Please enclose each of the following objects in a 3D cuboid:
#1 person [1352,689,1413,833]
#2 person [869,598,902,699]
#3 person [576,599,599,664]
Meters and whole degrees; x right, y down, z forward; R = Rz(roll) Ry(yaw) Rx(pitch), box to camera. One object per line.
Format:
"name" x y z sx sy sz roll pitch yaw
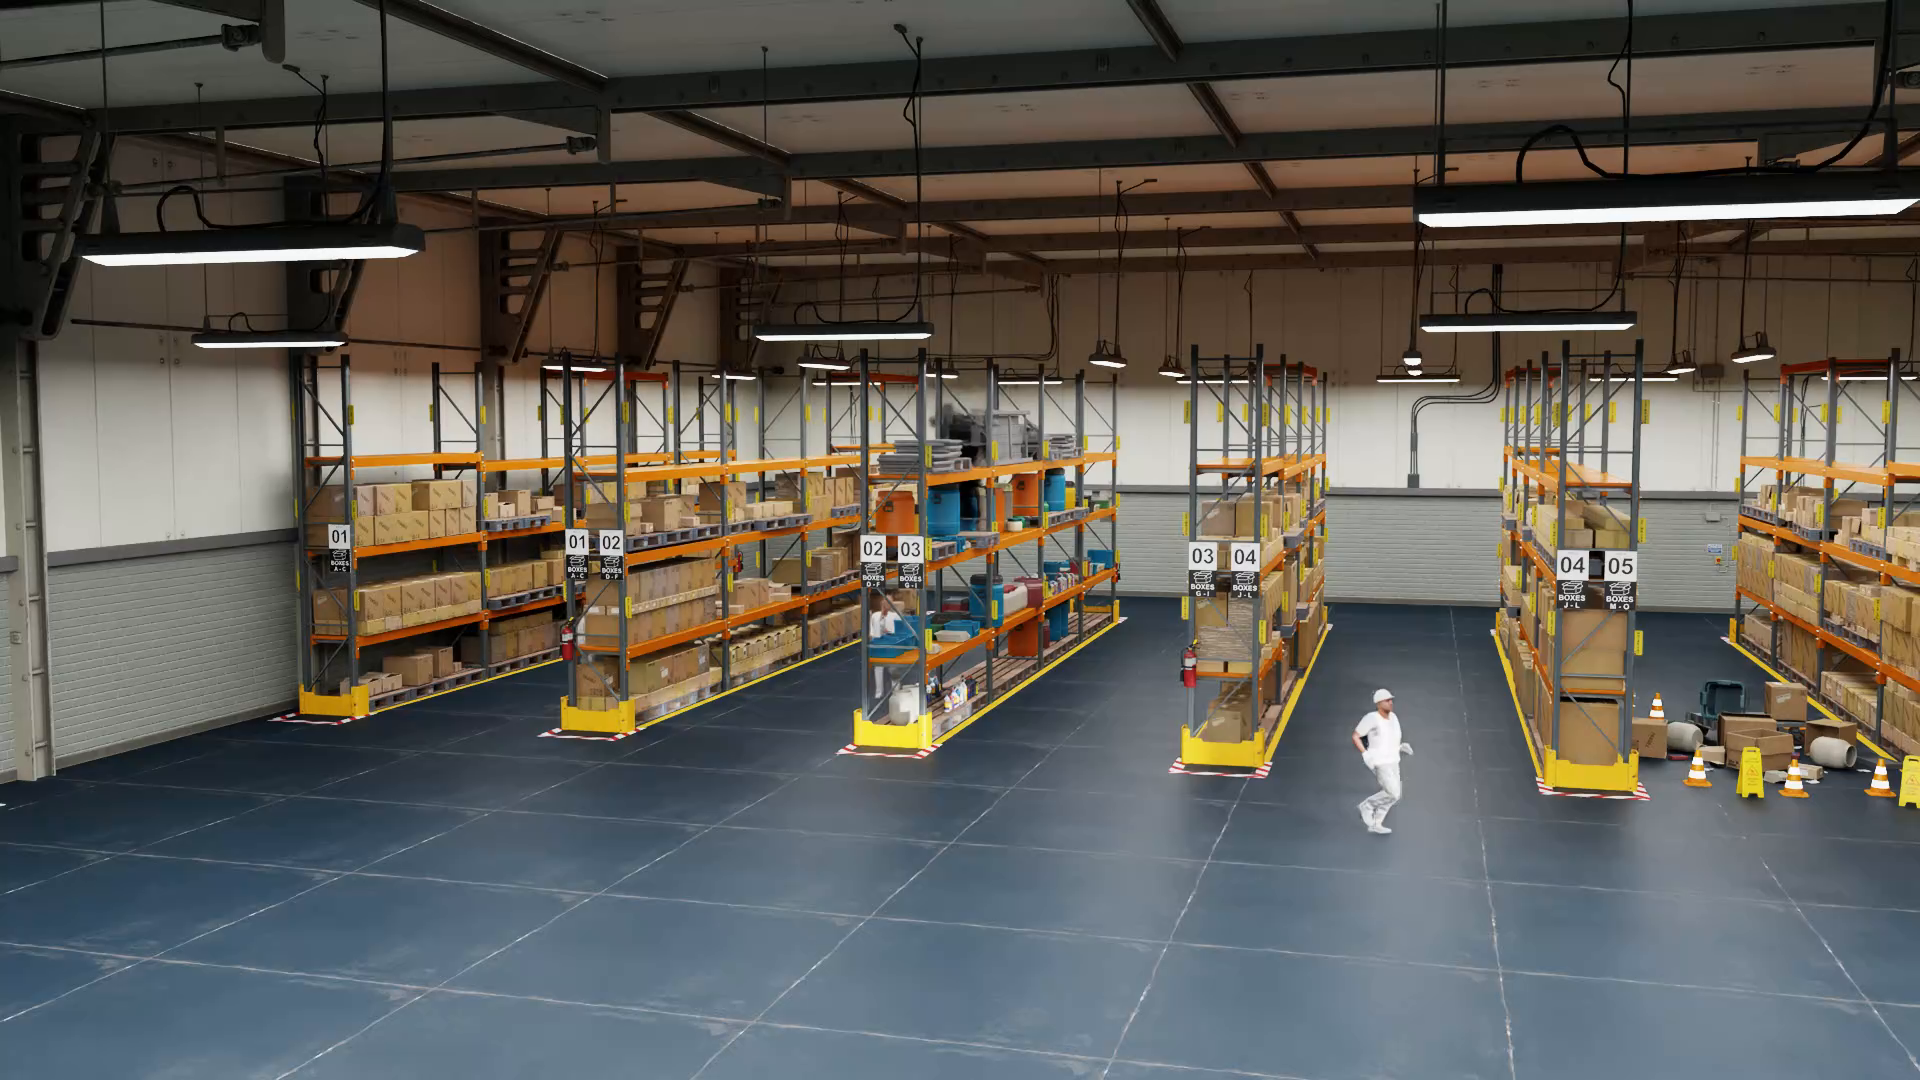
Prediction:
"person" 5.076 2.648 19.778 0.678 1.738 0.585 -4 6 -42
"person" -1.332 1.900 29.538 0.719 1.742 0.979 1 4 13
"person" -6.577 1.924 29.413 0.641 1.779 0.658 1 4 15
